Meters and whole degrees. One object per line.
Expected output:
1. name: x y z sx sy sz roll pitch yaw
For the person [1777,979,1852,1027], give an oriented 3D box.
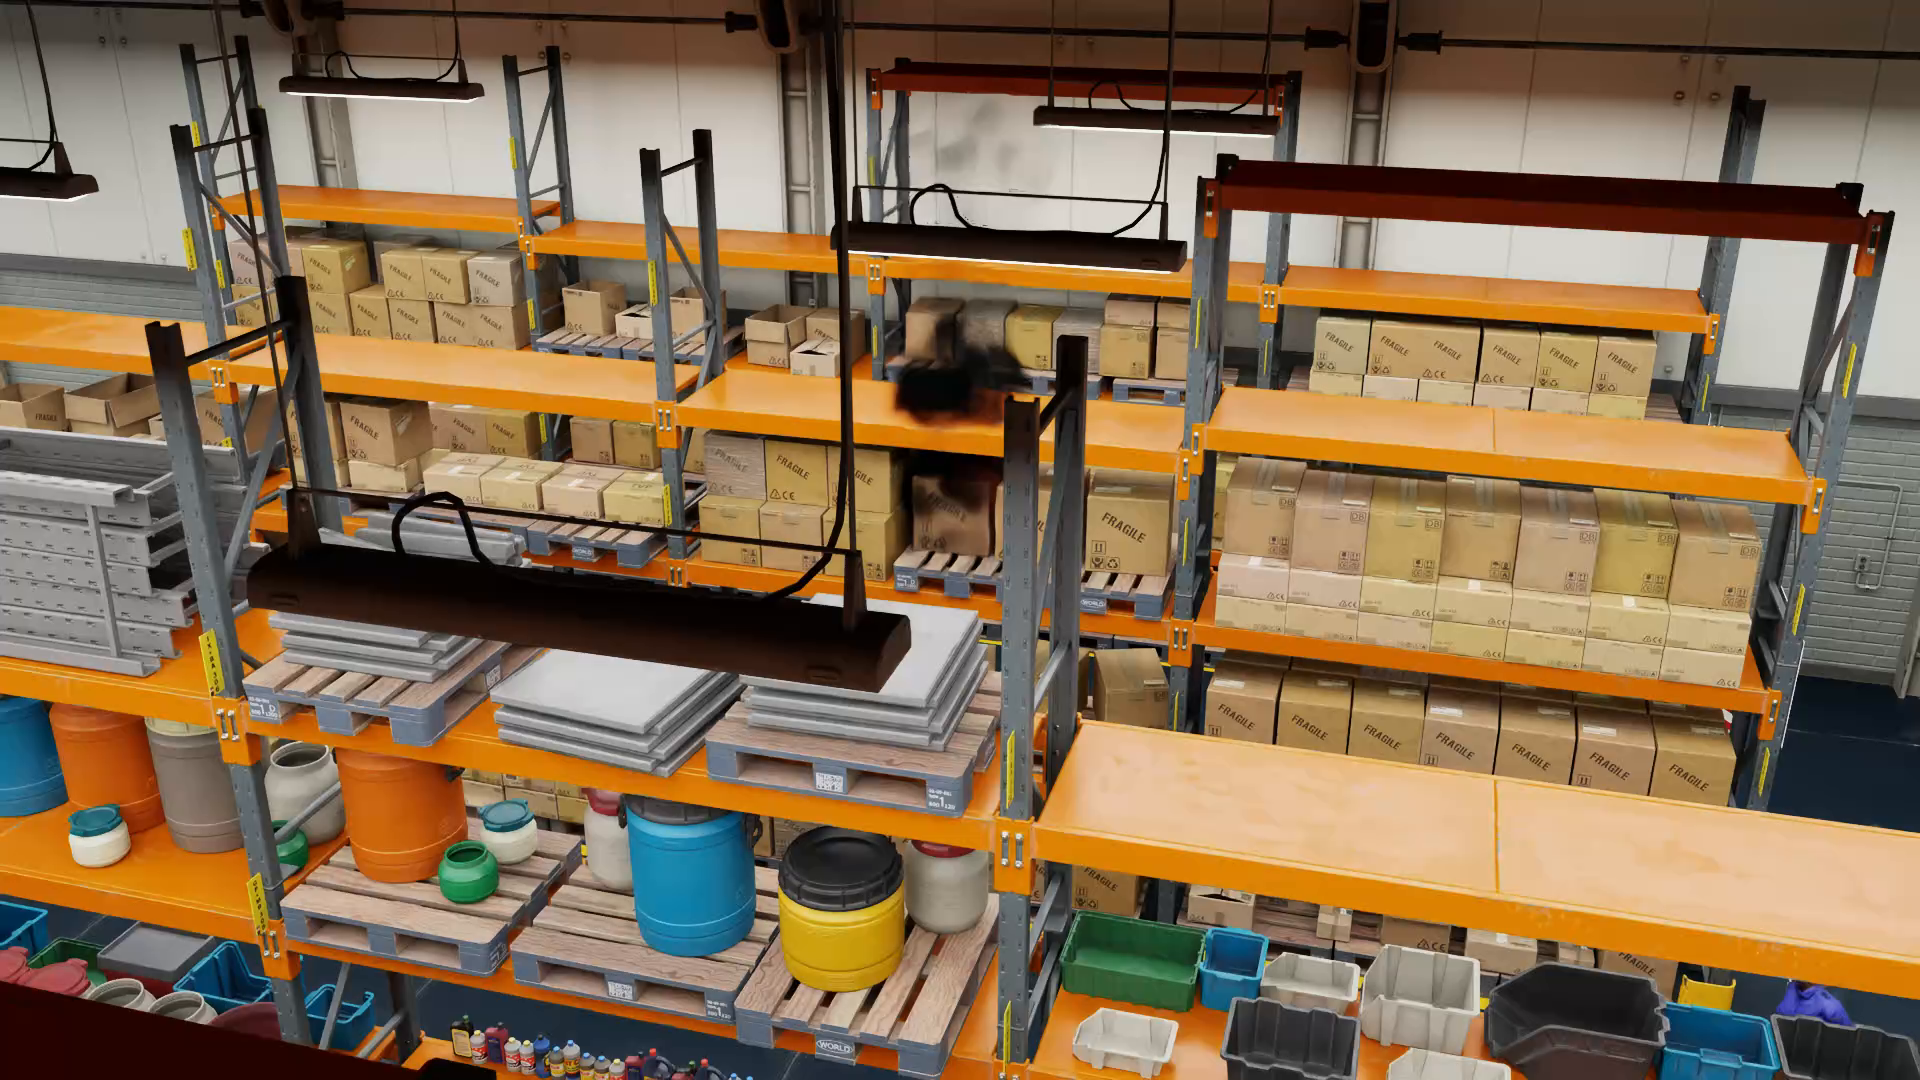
1. person: 5.501 3.367 10.679 0.577 1.516 0.712 -7 24 -17
